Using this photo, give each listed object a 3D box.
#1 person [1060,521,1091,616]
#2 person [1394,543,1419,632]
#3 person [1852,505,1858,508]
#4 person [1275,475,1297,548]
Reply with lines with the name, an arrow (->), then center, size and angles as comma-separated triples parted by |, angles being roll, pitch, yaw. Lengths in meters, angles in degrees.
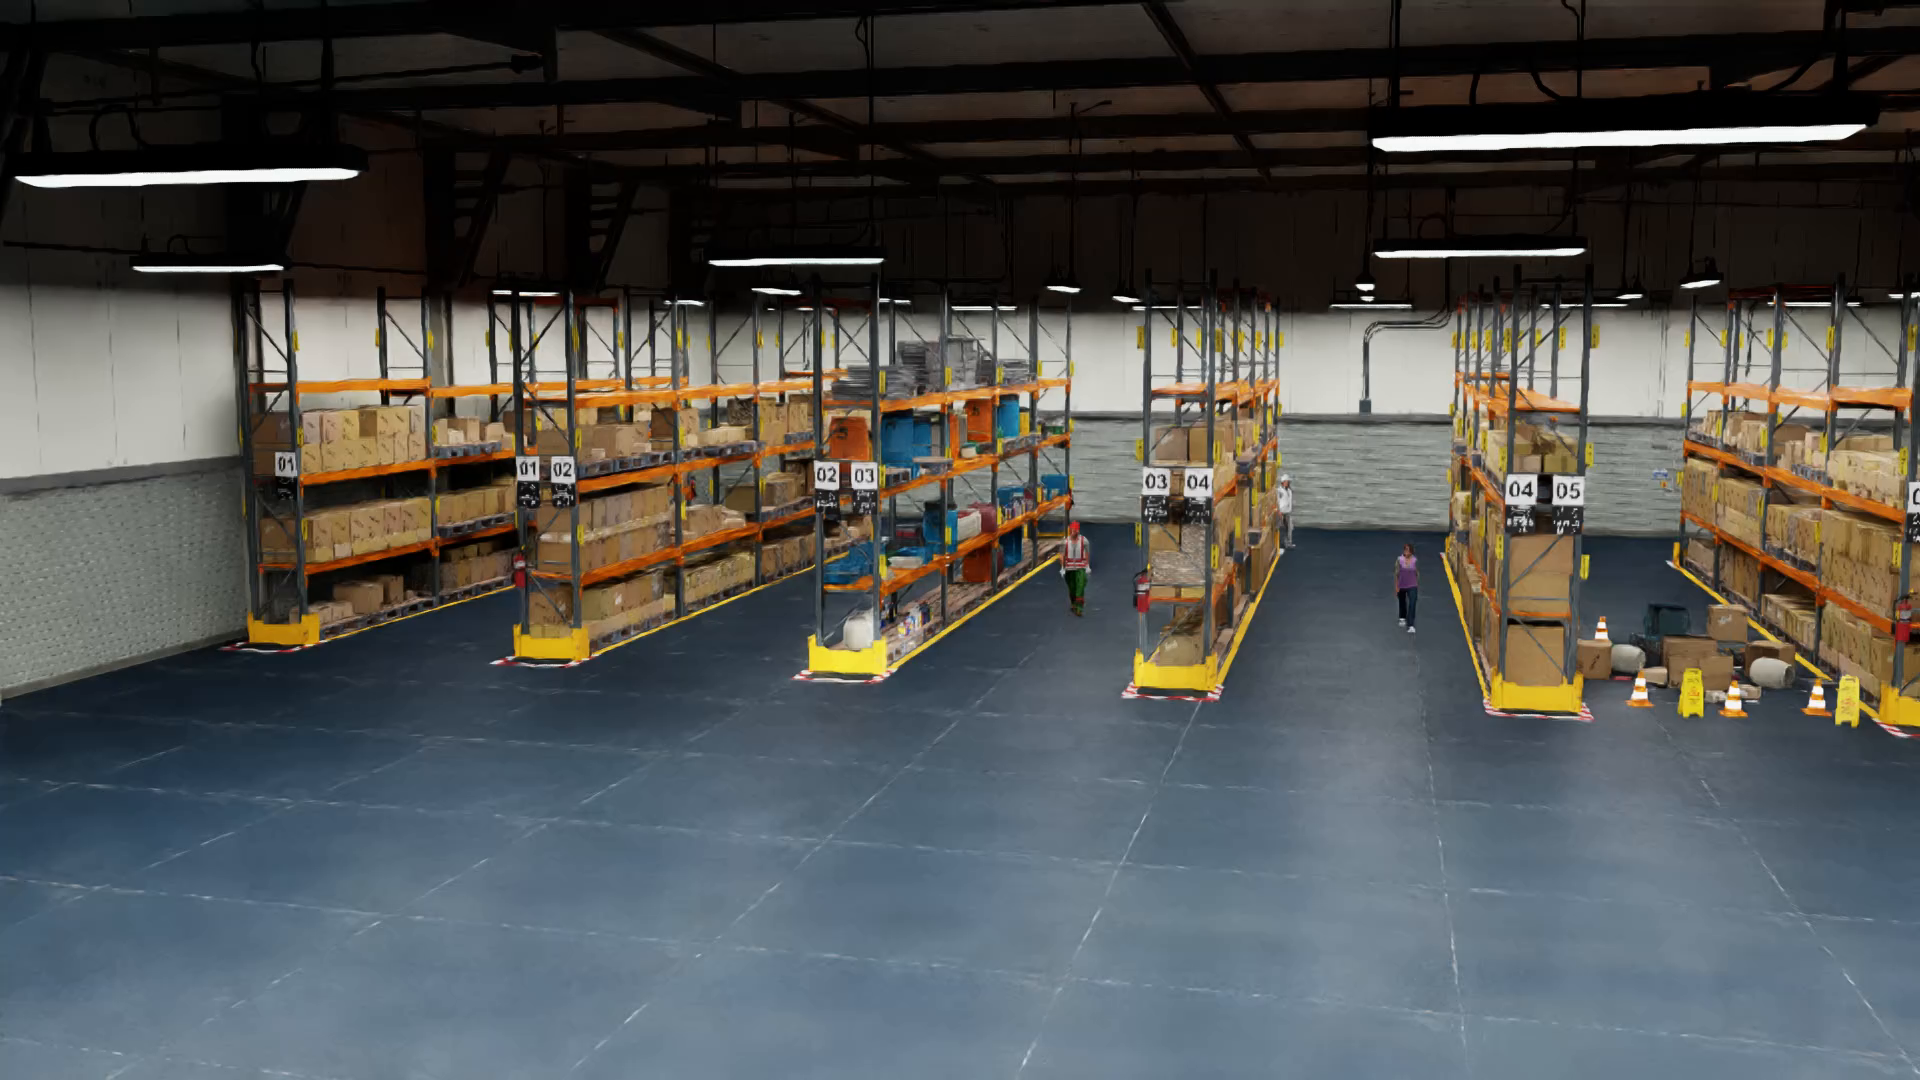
person -> 2.089, 0.499, 30.351 | 0.557, 1.704, 1.114 | 2, 7, 12
person -> 7.725, 0.895, 28.805 | 0.417, 1.304, 1.037 | 2, 7, 16
person -> 18.041, 0.085, 33.691 | 0.591, 1.744, 0.668 | 5, 9, 37
person -> 7.823, -0.695, 40.284 | 0.606, 1.765, 0.589 | -5, 9, -37
